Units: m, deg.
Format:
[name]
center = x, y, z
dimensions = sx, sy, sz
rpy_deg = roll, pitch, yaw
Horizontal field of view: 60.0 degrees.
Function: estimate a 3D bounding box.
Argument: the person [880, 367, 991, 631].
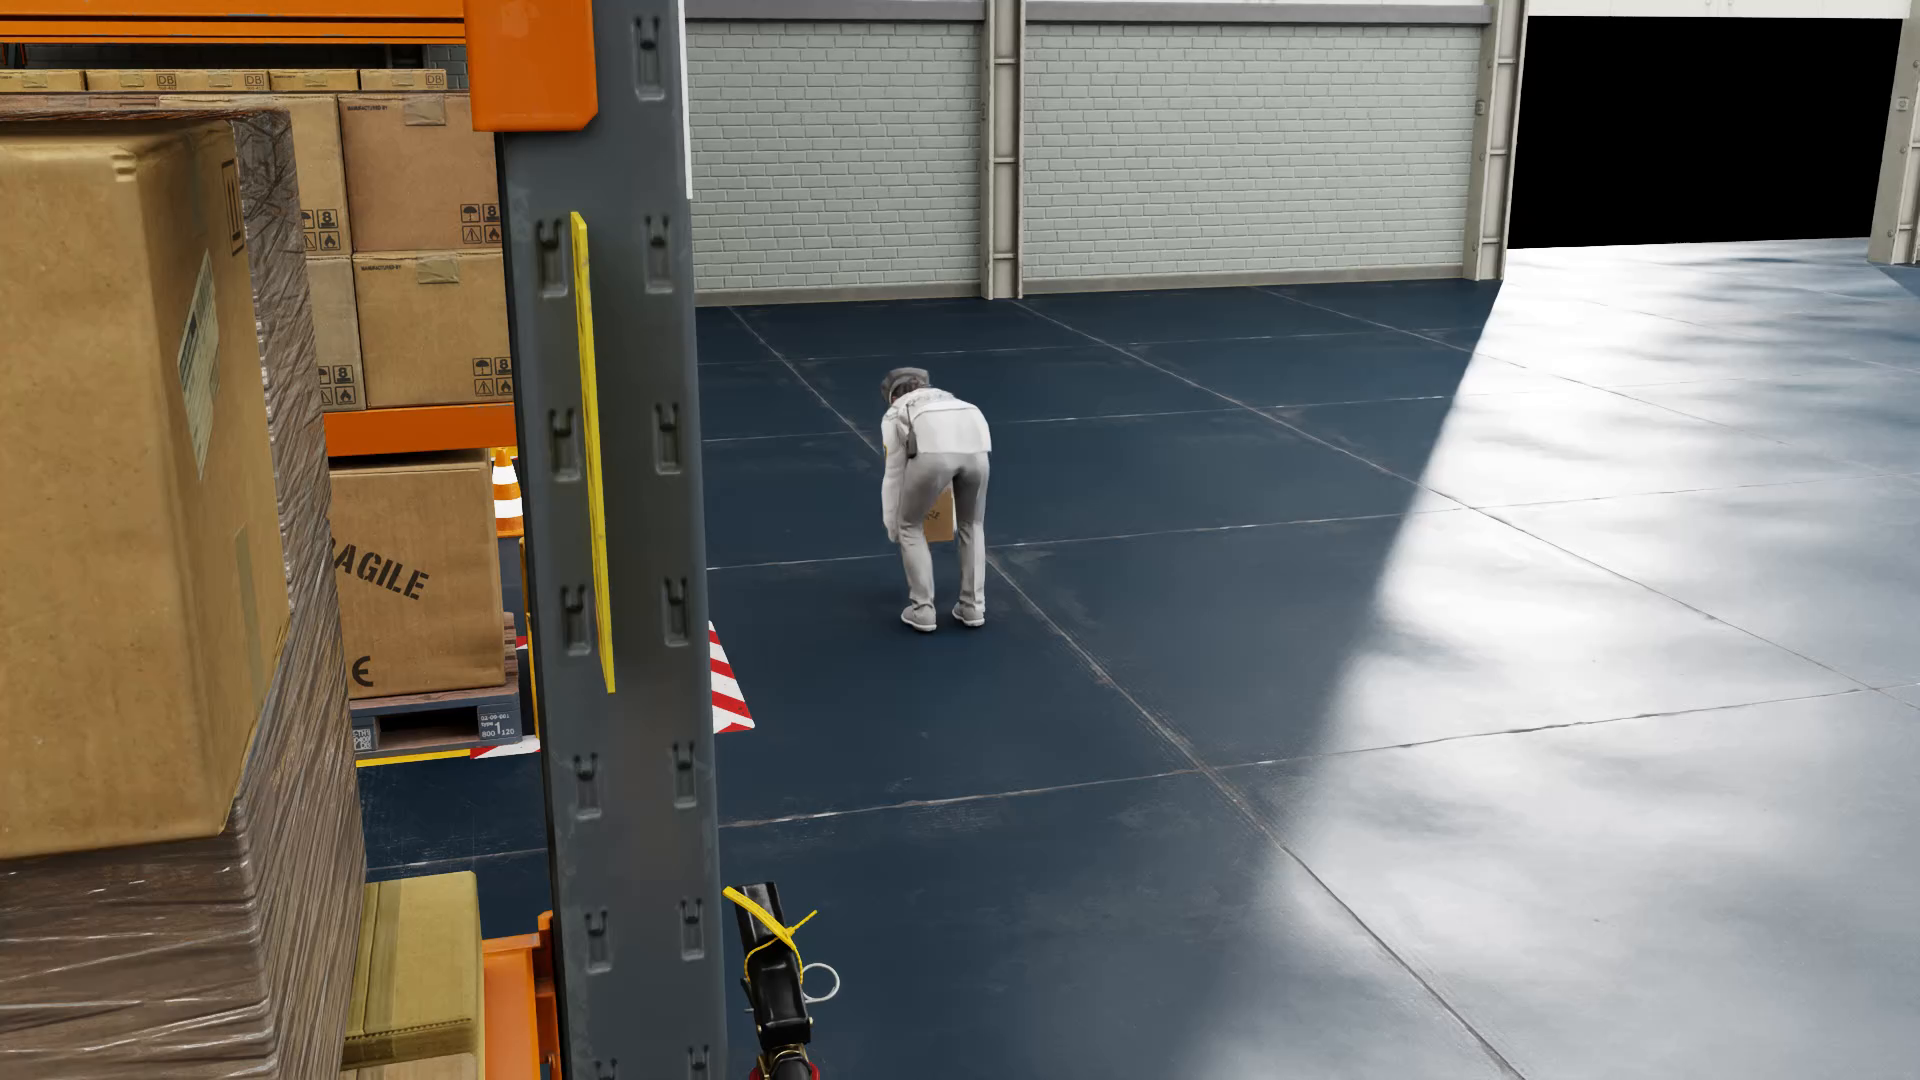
[person]
center = -0.139, -0.204, 7.749
dimensions = 0.417, 1.108, 0.926
rpy_deg = -5, 17, -17
